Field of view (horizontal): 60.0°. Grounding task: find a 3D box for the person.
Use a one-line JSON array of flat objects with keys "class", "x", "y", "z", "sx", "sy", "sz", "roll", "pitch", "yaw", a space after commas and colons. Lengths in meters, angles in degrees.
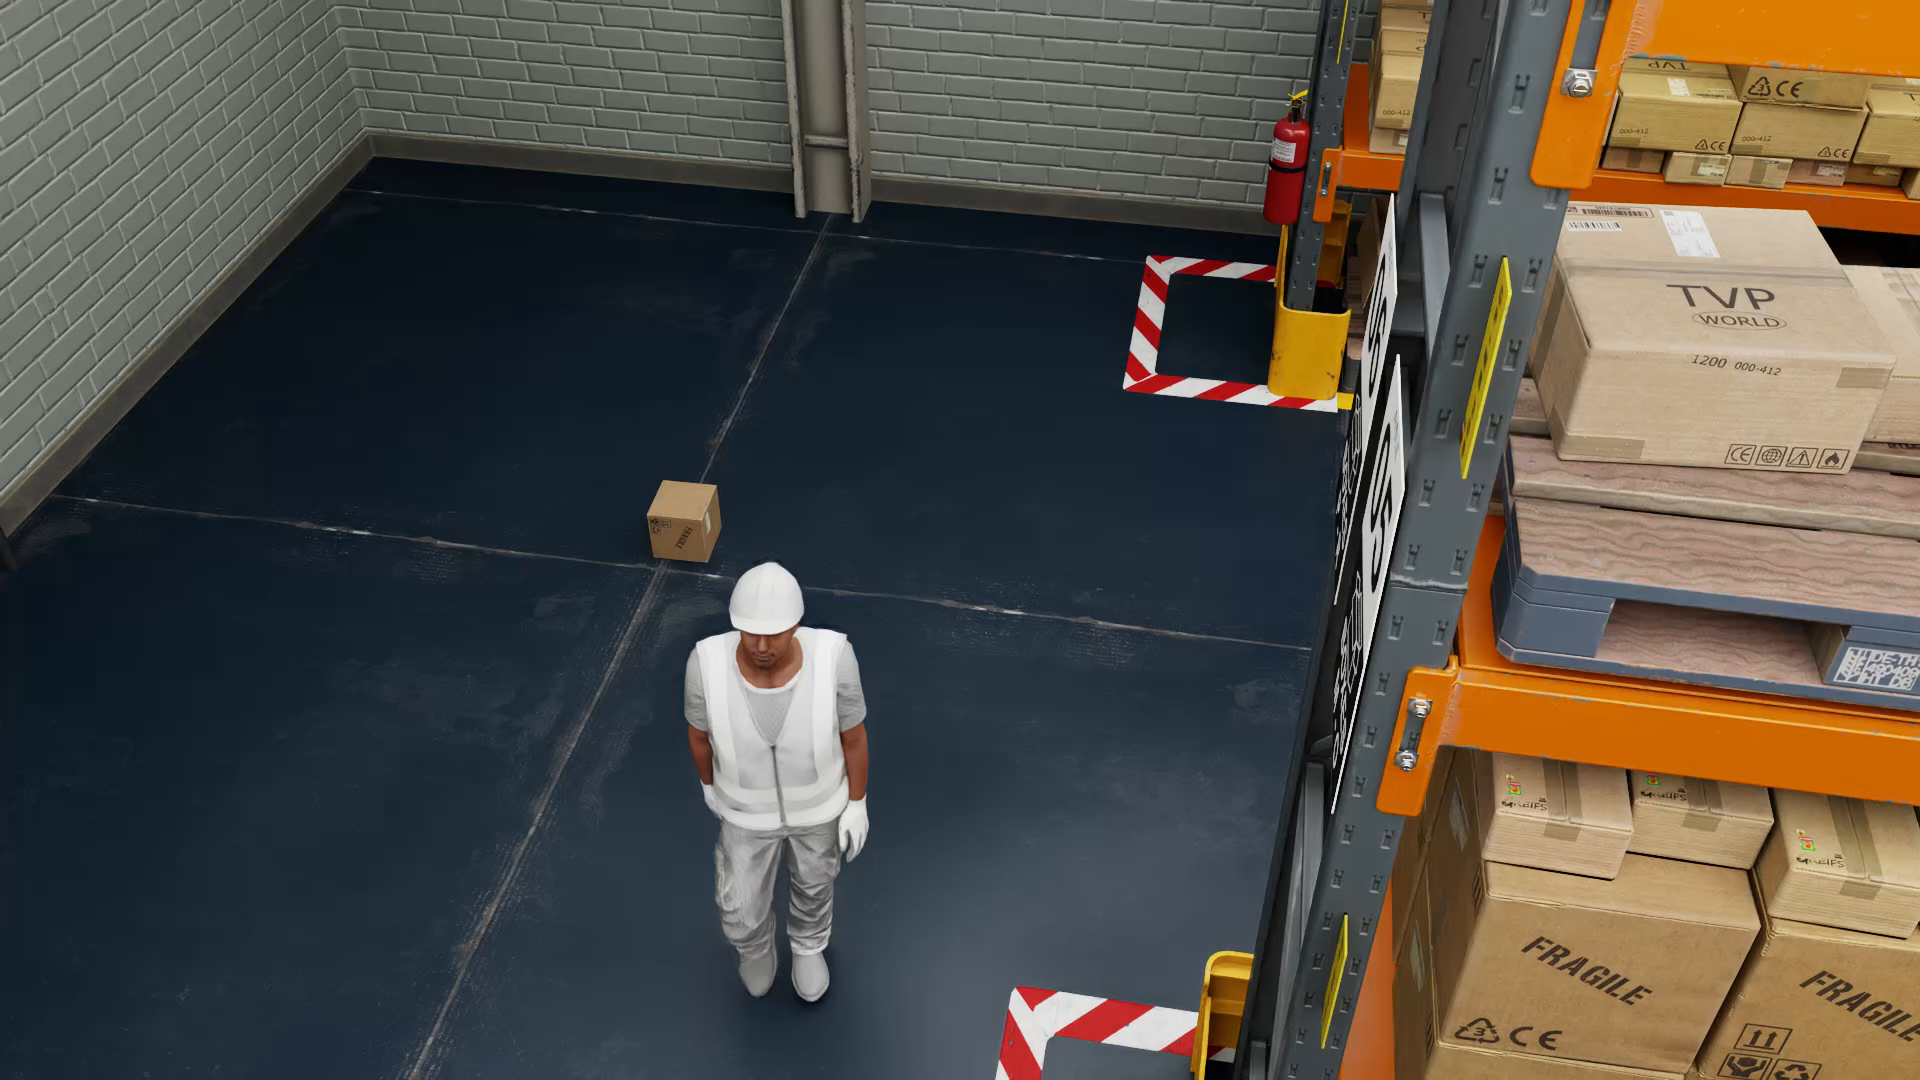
[{"class": "person", "x": -0.540, "y": 0.840, "z": 5.133, "sx": 0.544, "sy": 1.814, "sz": 0.454, "roll": -5, "pitch": 40, "yaw": -6}]
